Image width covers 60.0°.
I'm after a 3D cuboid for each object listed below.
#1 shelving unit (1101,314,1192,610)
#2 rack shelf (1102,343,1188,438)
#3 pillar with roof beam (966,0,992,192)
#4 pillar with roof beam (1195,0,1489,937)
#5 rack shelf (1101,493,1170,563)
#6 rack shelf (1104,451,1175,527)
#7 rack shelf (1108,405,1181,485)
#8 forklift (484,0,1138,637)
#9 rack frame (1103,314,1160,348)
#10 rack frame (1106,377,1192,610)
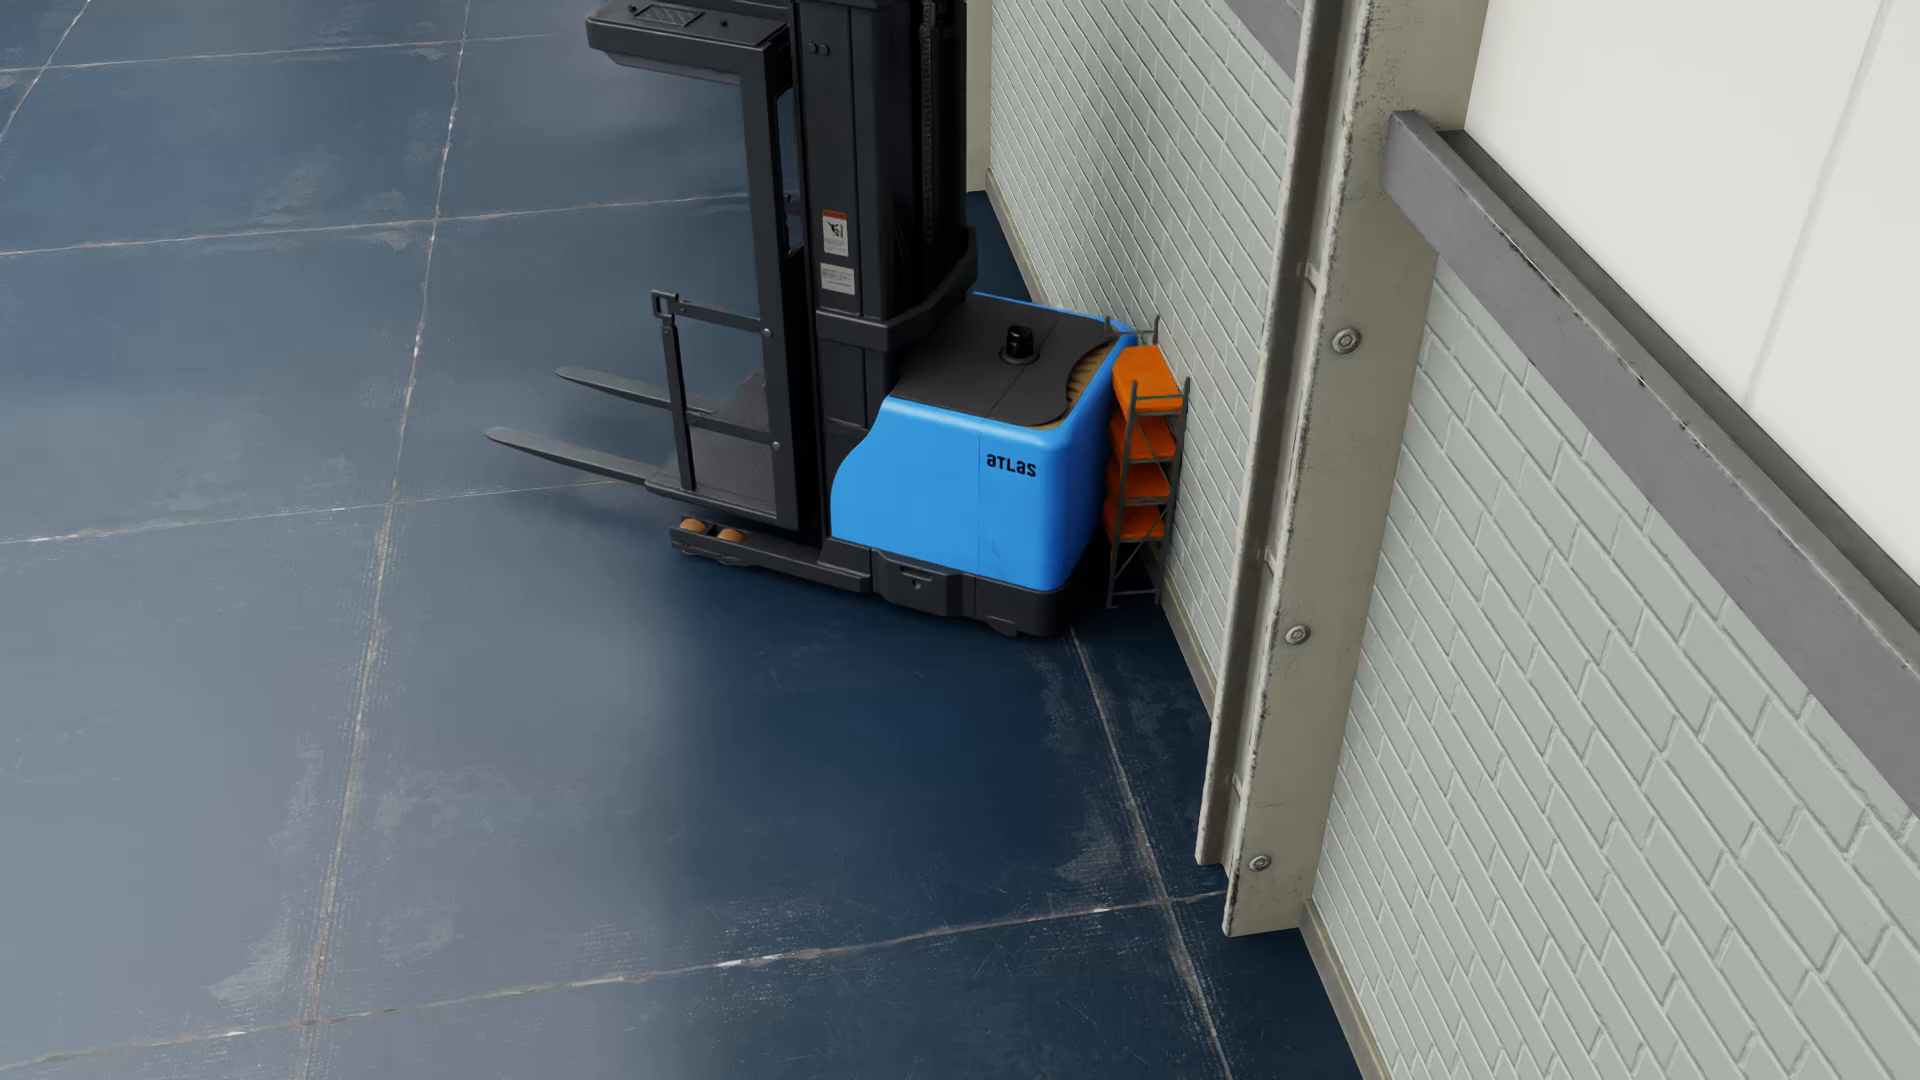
[{"bbox_3d":[0.747,-0.324,7.187,0.258,1.200,0.503,-4,39,-8],"label":"shelving unit"},{"bbox_3d":[0.760,-0.630,6.941,0.258,0.148,0.480,-4,39,-8],"label":"rack shelf"},{"bbox_3d":[-4.225,-5.434,7.410,9.100,9.000,0.400,-6,38,-8],"label":"pillar with roof beam"},{"bbox_3d":[-3.173,-1.810,2.745,9.100,9.000,0.400,-6,38,-8],"label":"pillar with roof beam"},{"bbox_3d":[0.738,-0.117,7.353,0.258,0.148,0.480,-4,39,-8],"label":"rack shelf"},{"bbox_3d":[0.745,-0.272,7.229,0.258,0.148,0.480,-4,39,-8],"label":"rack shelf"},{"bbox_3d":[0.752,-0.446,7.089,0.258,0.148,0.480,-4,39,-8],"label":"rack shelf"},{"bbox_3d":[-0.781,-1.323,7.064,3.031,2.935,1.130,14,40,18],"label":"forklift"},{"bbox_3d":[0.710,-0.476,7.374,0.240,1.200,0.015,-4,39,-8],"label":"rack frame"},{"bbox_3d":[0.785,-0.172,7.000,0.240,1.200,0.015,-4,39,-8],"label":"rack frame"}]
